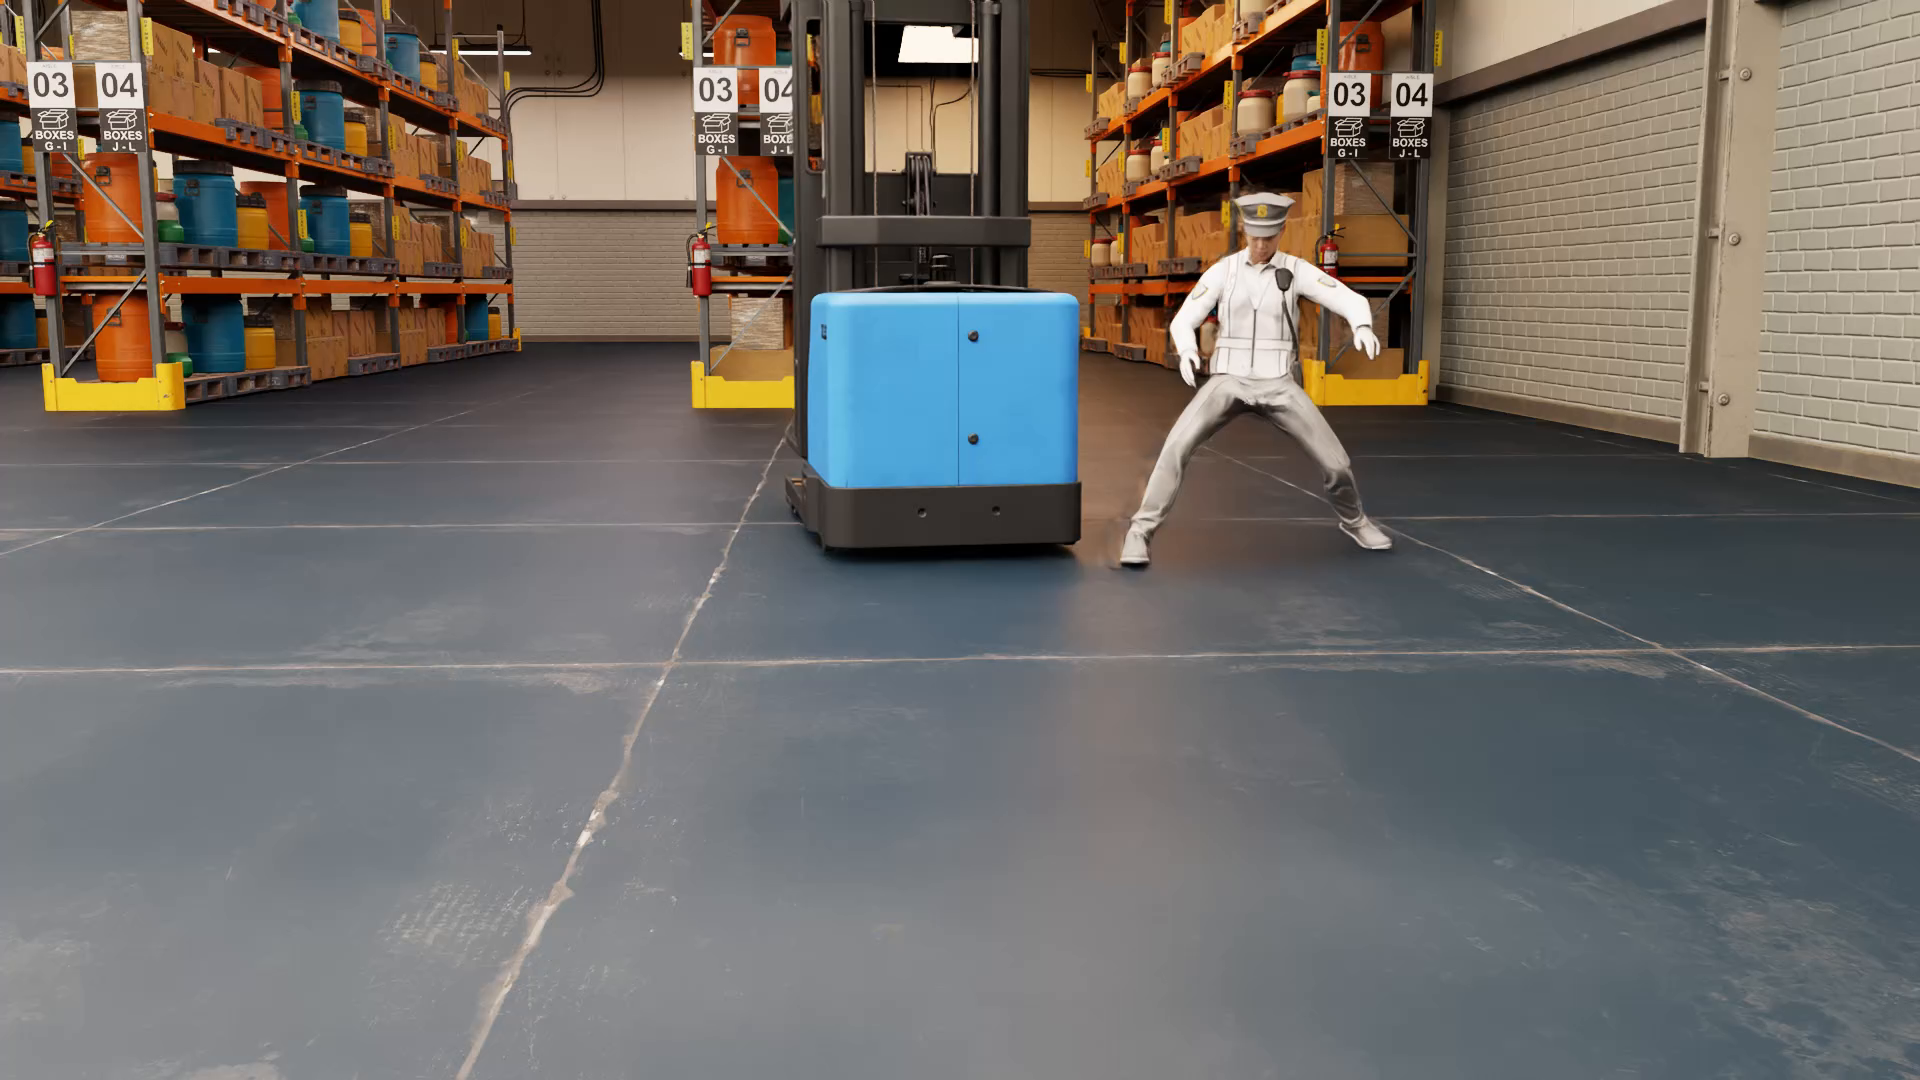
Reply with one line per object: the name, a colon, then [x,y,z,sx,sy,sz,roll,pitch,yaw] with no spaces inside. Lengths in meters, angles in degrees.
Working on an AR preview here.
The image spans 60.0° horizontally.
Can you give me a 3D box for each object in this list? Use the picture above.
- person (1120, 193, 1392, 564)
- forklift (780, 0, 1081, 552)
person: [1.245,-0.658,6.770,1.066,1.488,0.958,2,9,13]
forklift: [-0.268,-1.576,7.944,1.130,2.935,3.031,-1,9,-10]
